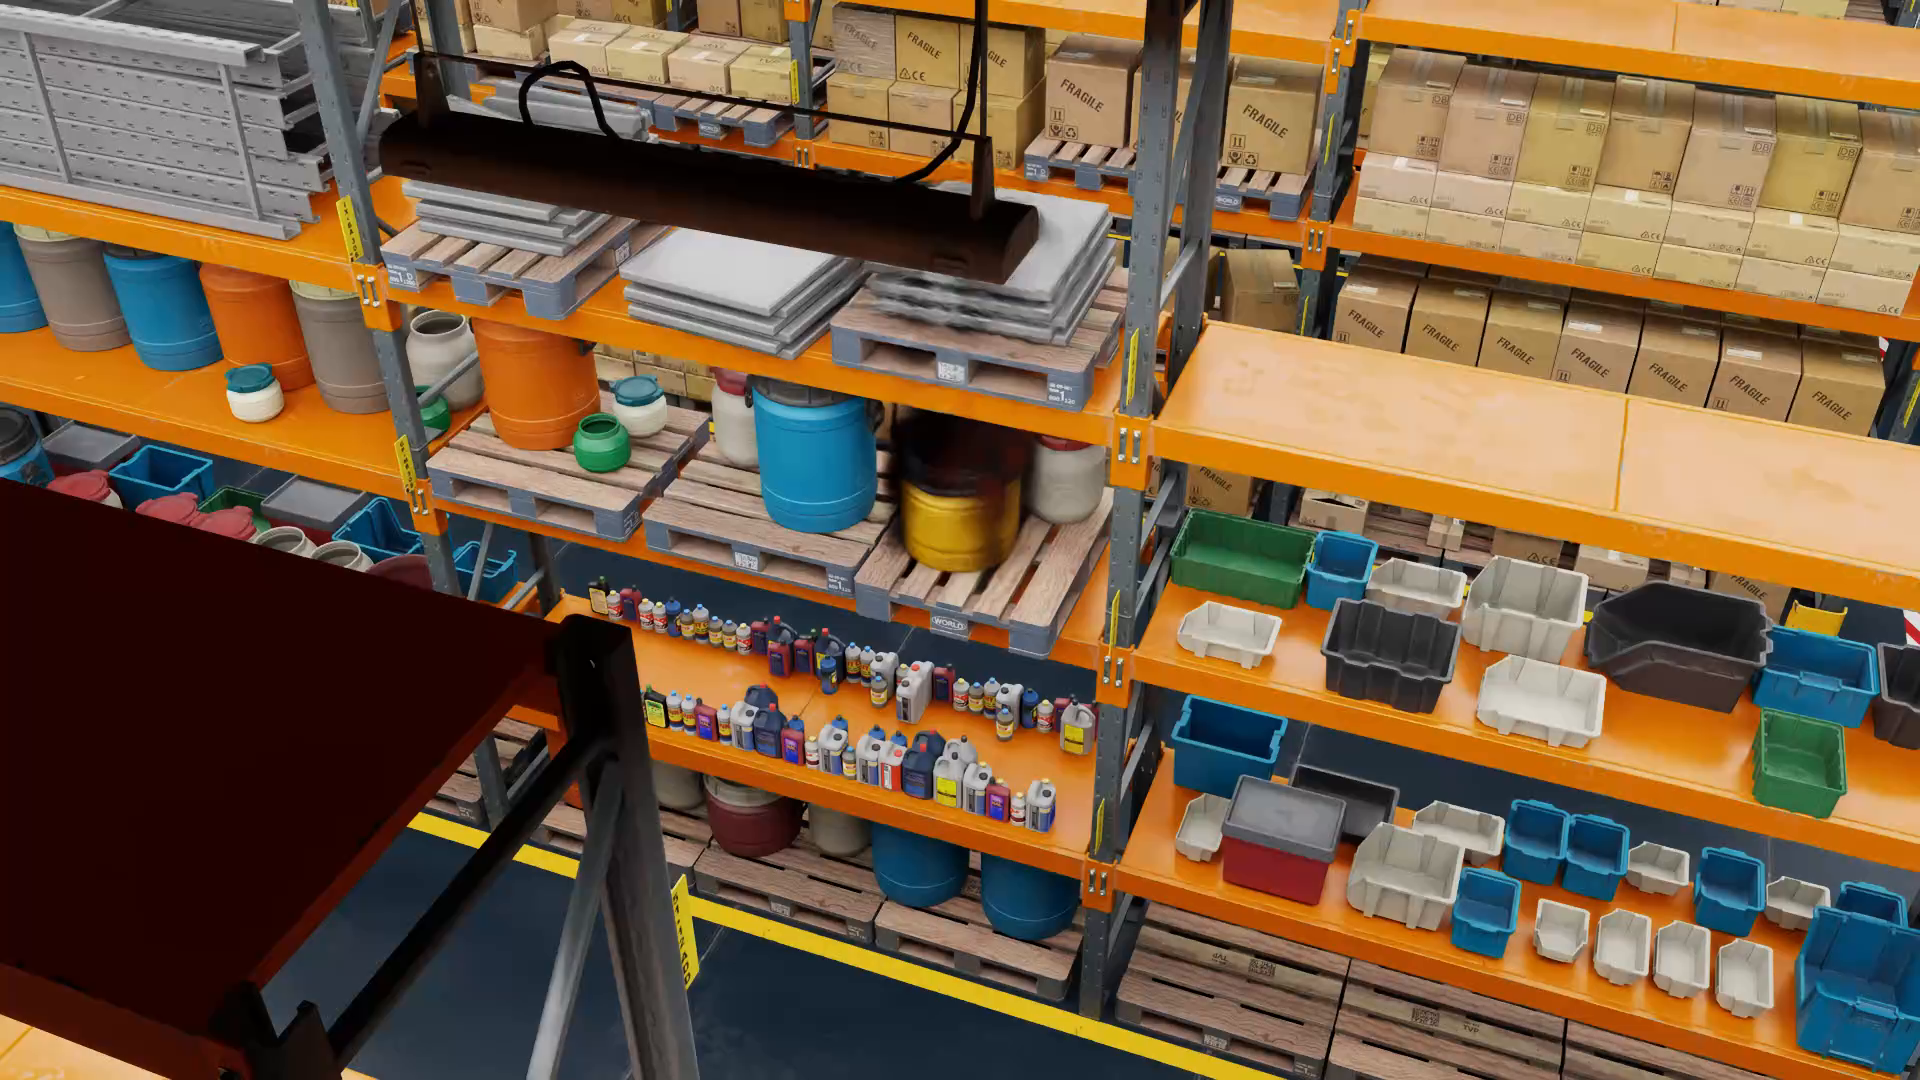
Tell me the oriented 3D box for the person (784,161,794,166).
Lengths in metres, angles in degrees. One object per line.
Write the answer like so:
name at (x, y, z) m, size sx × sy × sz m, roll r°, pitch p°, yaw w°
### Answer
person at (-1.490, -2.821, 15.924) m, size 0.754 × 1.615 × 0.599 m, roll -12°, pitch 38°, yaw -15°
